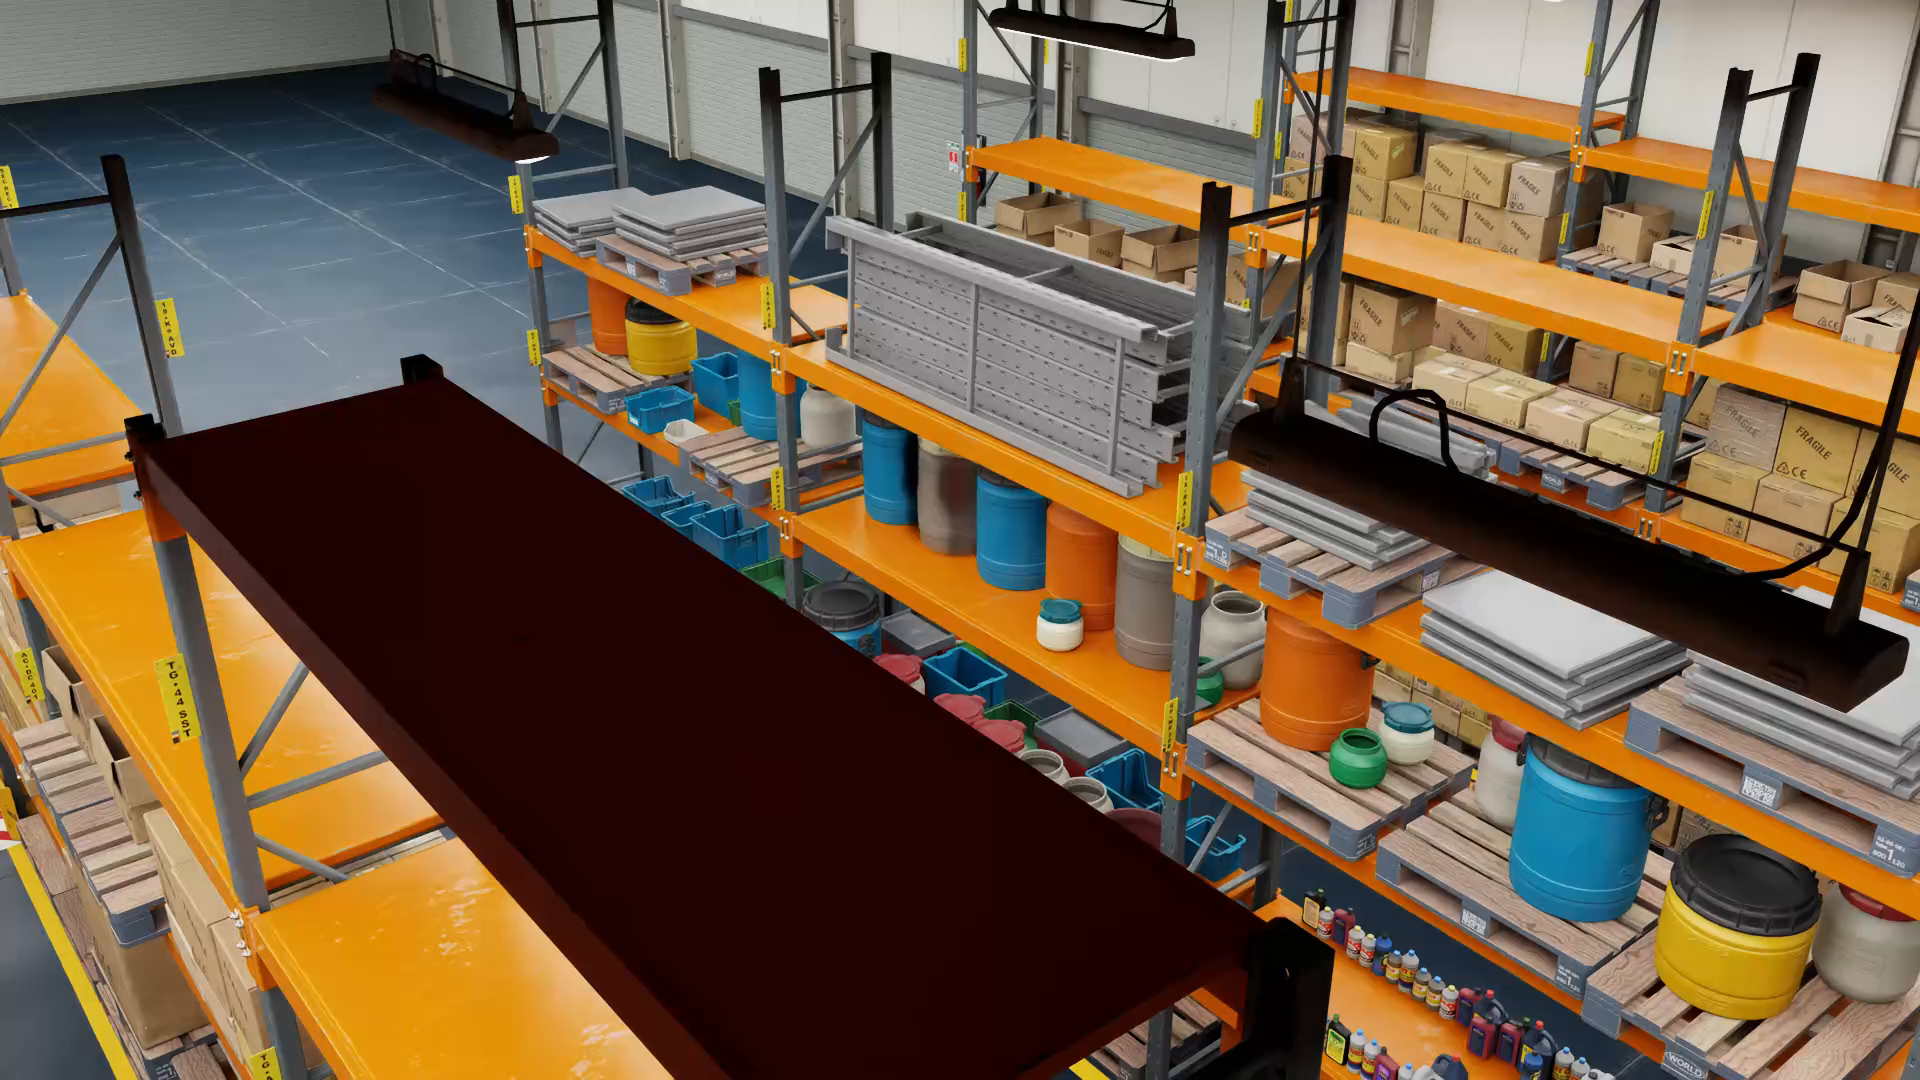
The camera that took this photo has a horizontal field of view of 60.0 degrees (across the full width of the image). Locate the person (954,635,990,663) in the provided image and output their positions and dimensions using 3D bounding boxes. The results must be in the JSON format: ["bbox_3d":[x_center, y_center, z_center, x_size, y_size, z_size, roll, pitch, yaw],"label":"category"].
[{"bbox_3d":[0.079,0.843,14.523,0.674,1.718,0.680,8,27,16],"label":"person"}]

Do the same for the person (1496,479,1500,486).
[{"bbox_3d":[5.358,-0.569,17.364,0.898,1.762,0.491,22,33,38],"label":"person"}]
